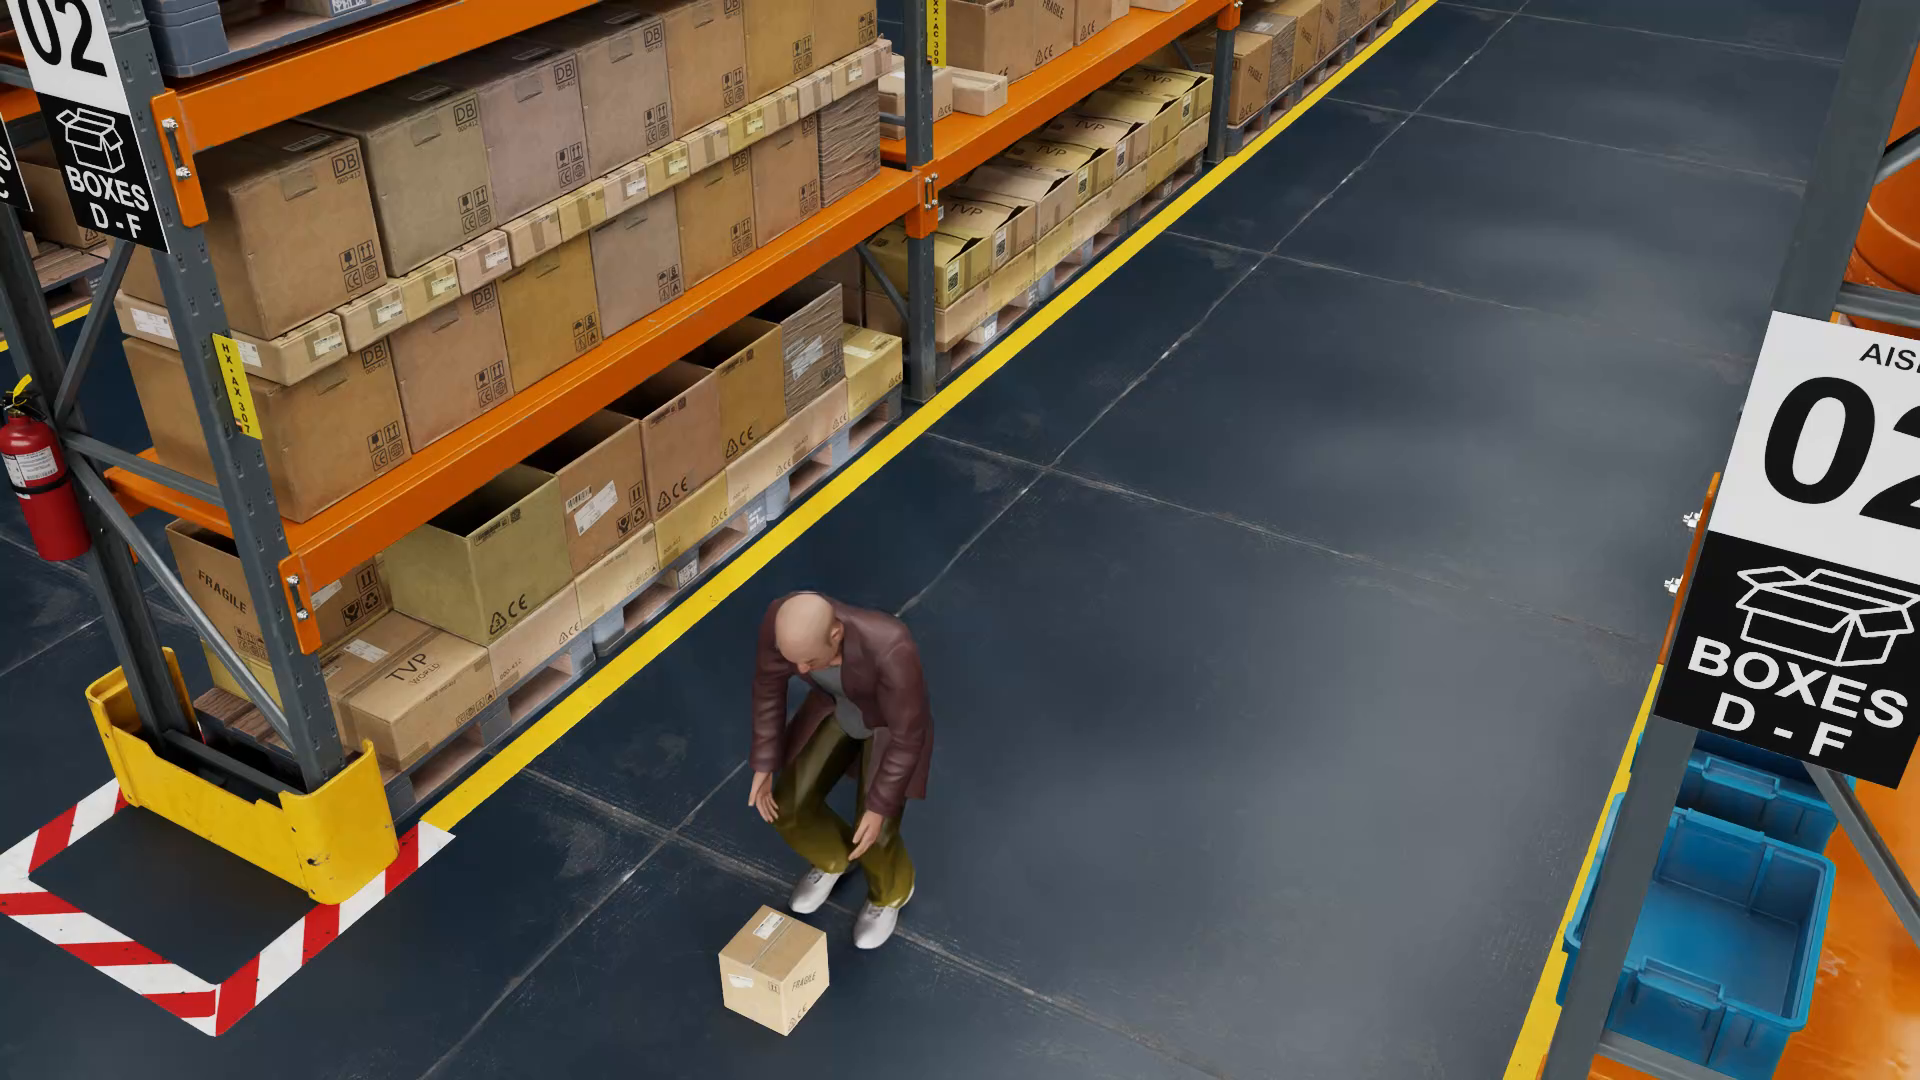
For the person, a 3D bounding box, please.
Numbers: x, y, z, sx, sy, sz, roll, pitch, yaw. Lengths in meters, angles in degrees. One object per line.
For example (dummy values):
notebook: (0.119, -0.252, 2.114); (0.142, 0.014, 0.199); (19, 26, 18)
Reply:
person: (-0.346, 0.671, 5.419); (0.630, 1.482, 0.680); (18, 38, 25)
